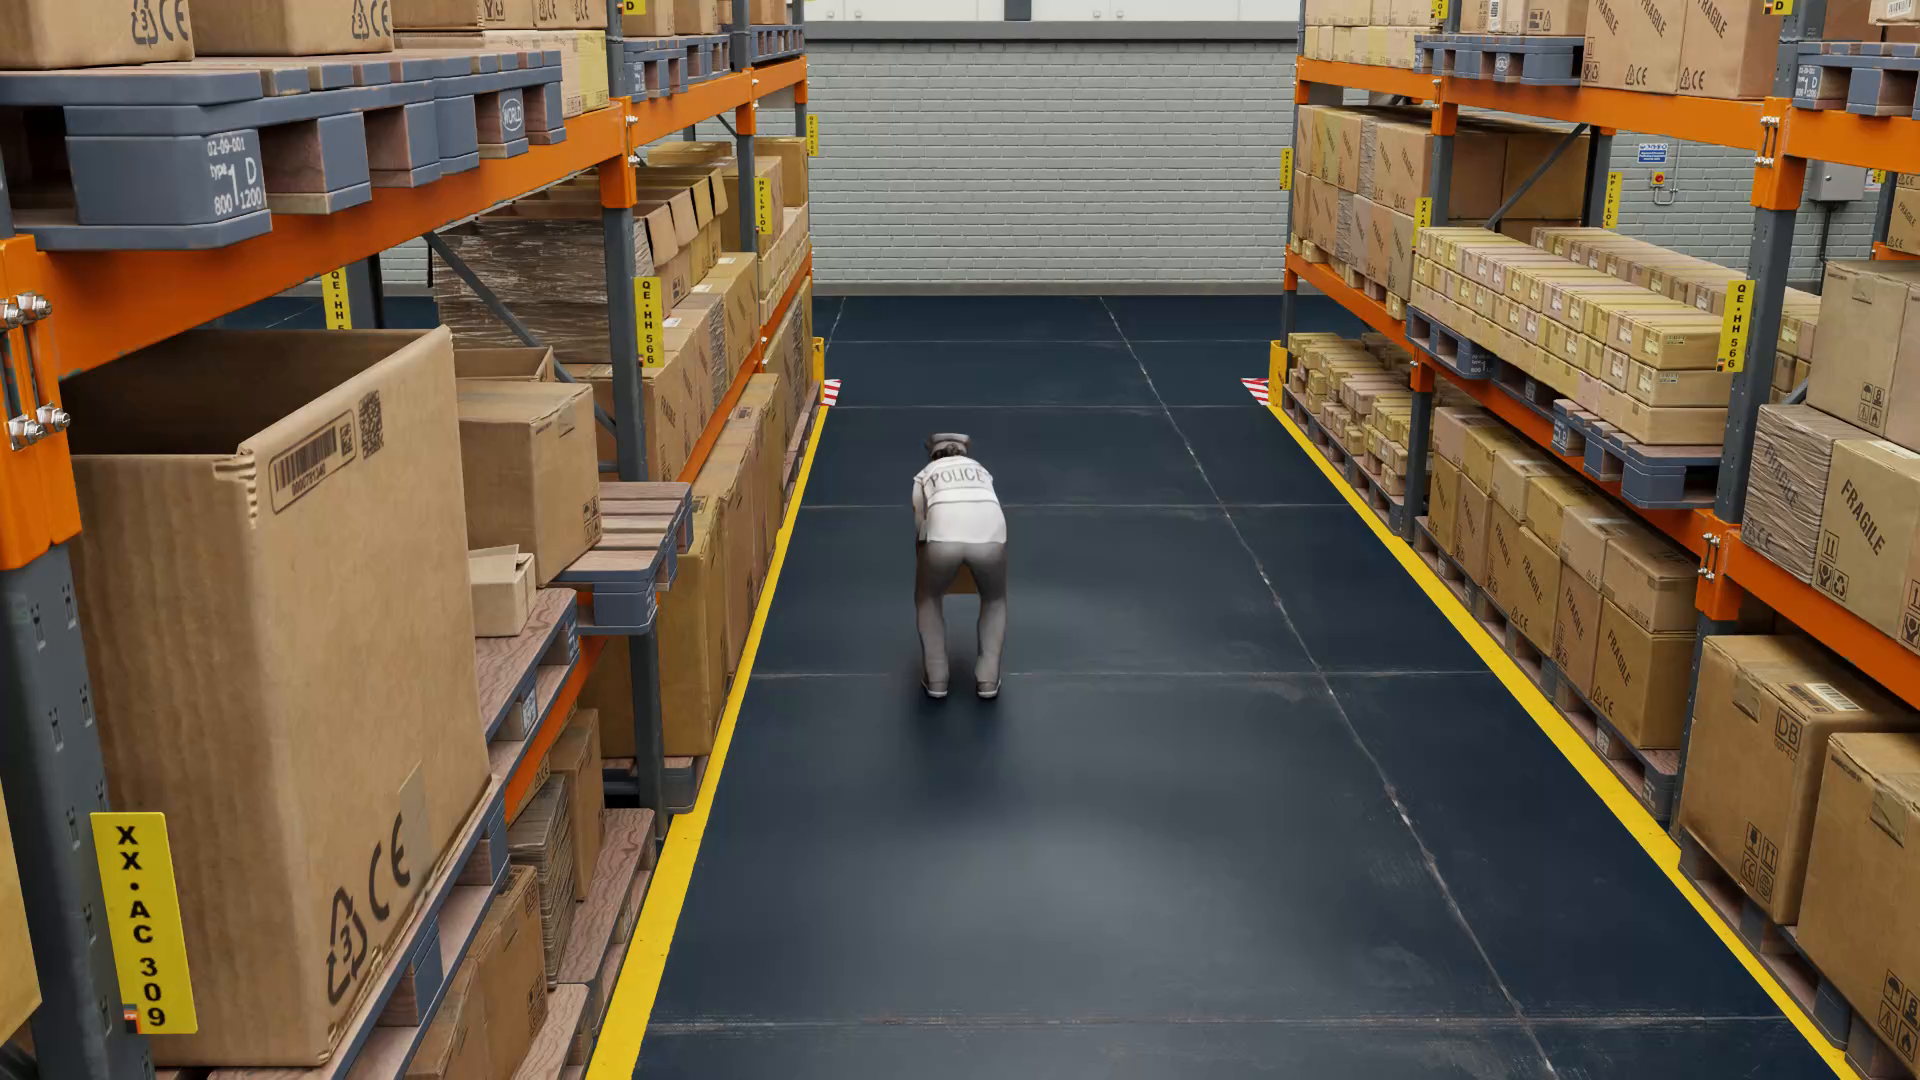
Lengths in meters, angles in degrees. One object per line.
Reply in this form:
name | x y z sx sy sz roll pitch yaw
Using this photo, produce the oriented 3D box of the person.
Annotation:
person | -0.002 0.111 8.047 0.447 1.158 0.924 -1 17 -3
